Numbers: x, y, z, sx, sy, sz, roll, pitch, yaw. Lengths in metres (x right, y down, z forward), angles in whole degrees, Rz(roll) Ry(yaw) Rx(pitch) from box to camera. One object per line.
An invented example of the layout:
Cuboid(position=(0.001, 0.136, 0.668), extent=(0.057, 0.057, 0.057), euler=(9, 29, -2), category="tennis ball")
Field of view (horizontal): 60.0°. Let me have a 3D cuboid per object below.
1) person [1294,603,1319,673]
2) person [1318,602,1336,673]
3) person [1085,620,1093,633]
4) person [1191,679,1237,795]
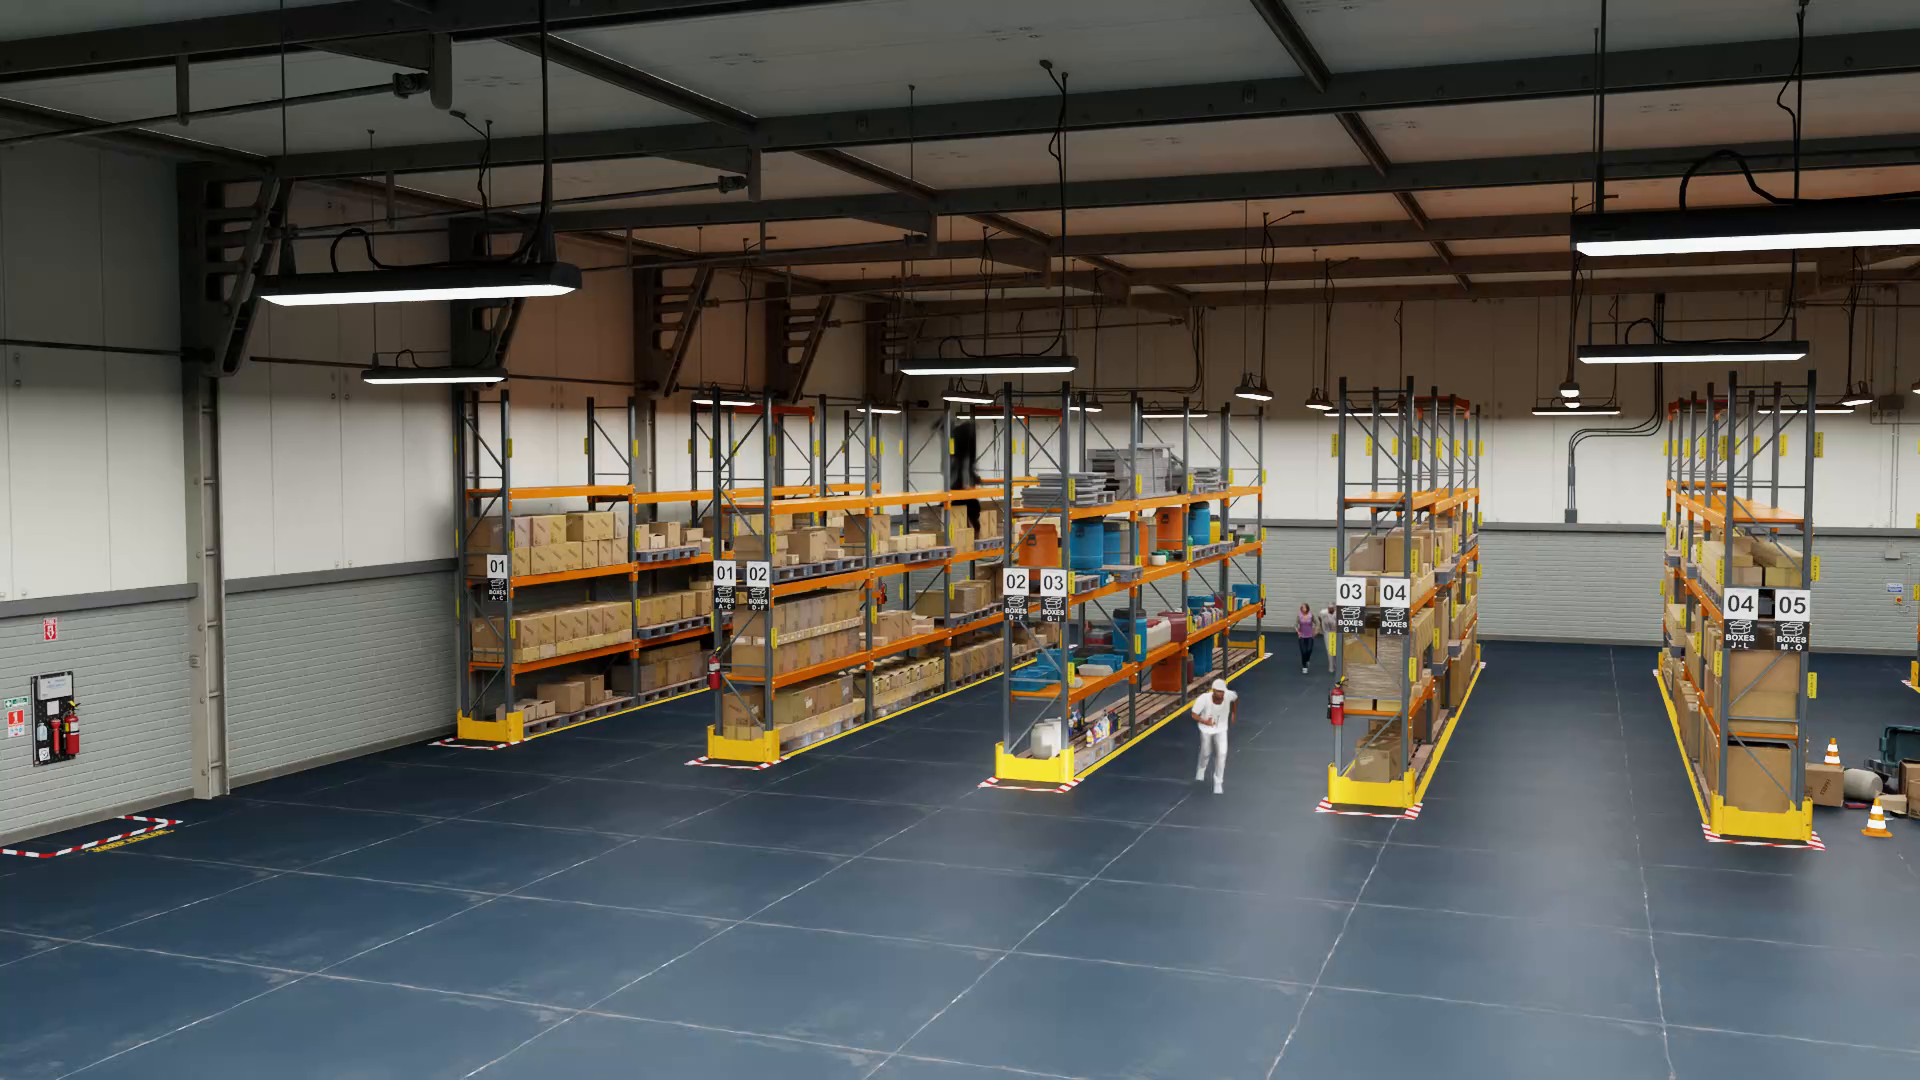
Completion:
Cuboid(position=(7.711, 2.186, 37.070), extent=(0.551, 1.561, 0.486), euler=(1, 3, 15), category="person")
Cuboid(position=(8.410, 2.162, 37.578), extent=(0.582, 1.629, 0.973), euler=(1, 3, 24), category="person")
Cuboid(position=(2.611, 2.379, 33.922), extent=(0.525, 1.526, 0.679), euler=(1, 3, 21), category="person")
Cuboid(position=(3.710, 2.847, 24.440), extent=(0.747, 1.717, 1.045), euler=(-1, 3, -10), category="person")
